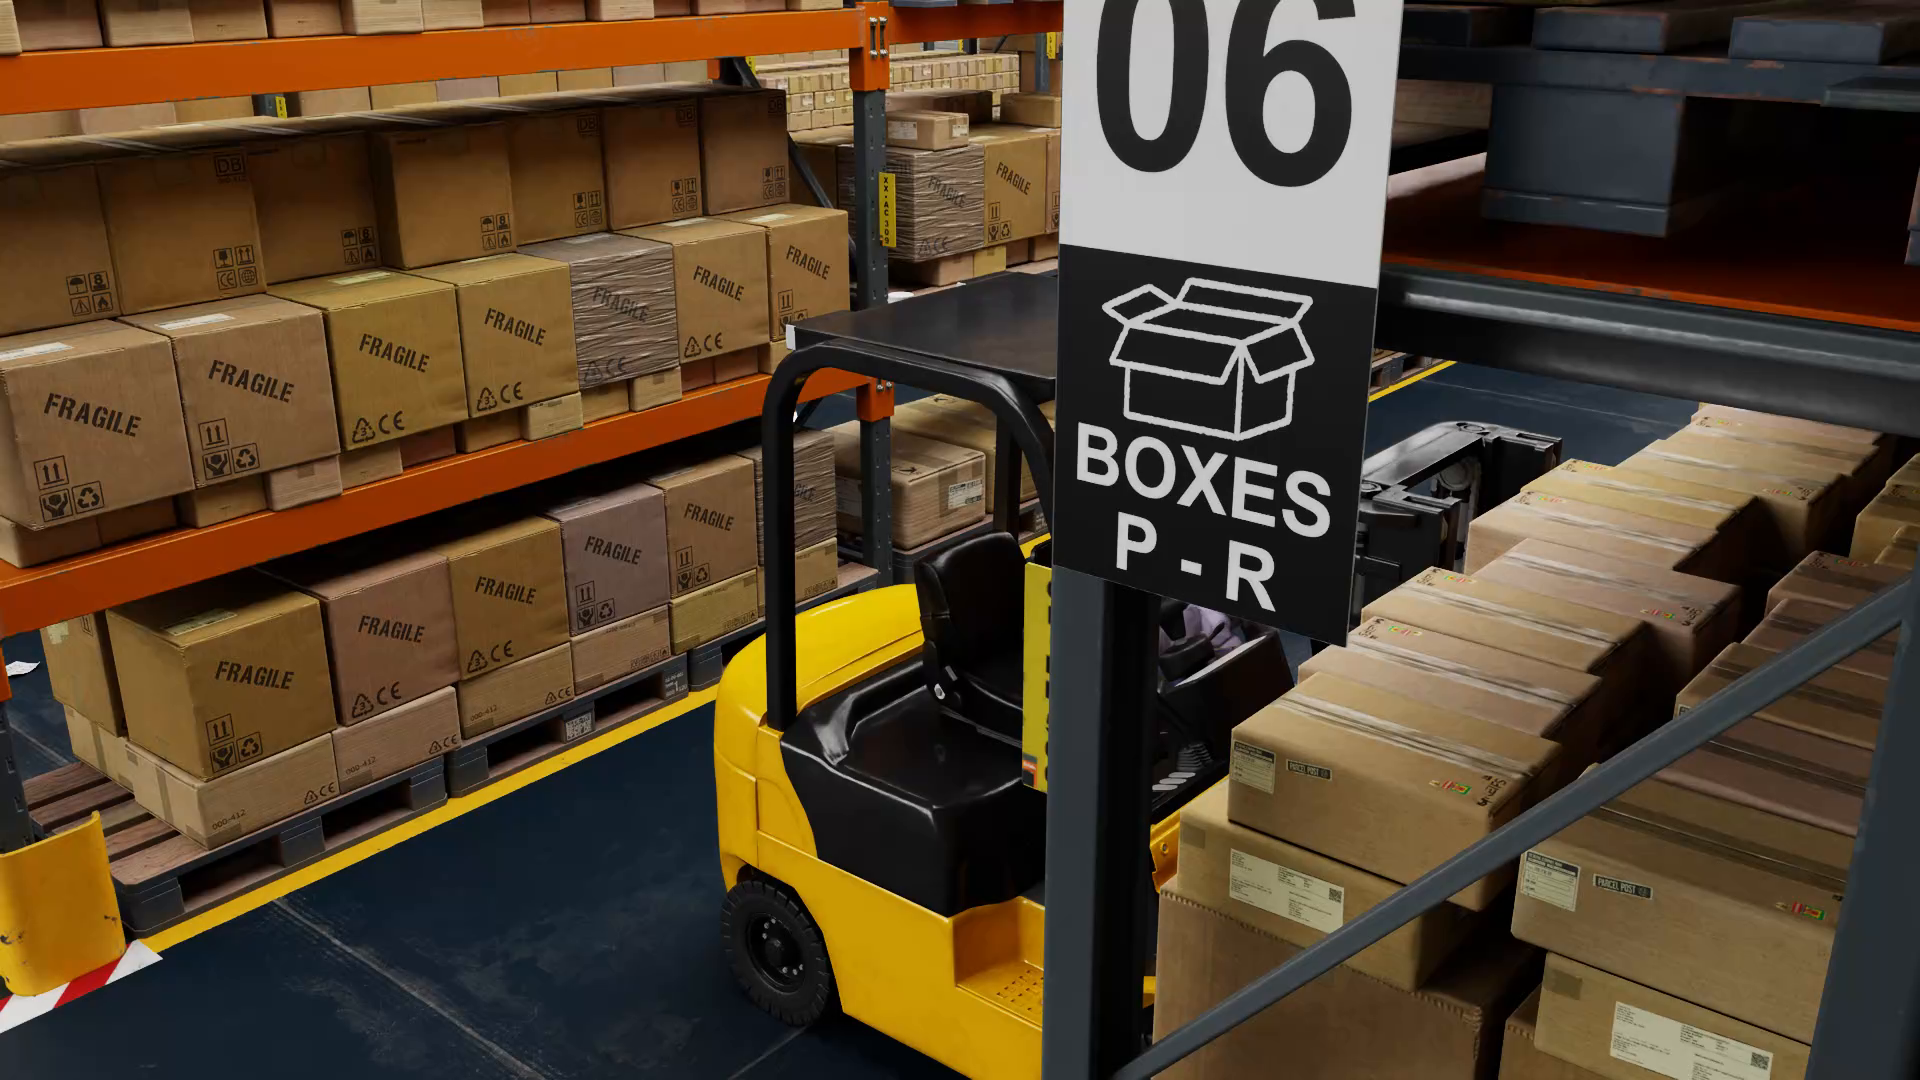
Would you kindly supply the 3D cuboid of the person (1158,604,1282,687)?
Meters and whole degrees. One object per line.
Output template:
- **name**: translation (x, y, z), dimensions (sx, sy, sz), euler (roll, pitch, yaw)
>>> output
- **person**: translation (0.931, 0.494, 6.384), dimensions (0.860, 0.938, 0.511), euler (15, 25, 35)
